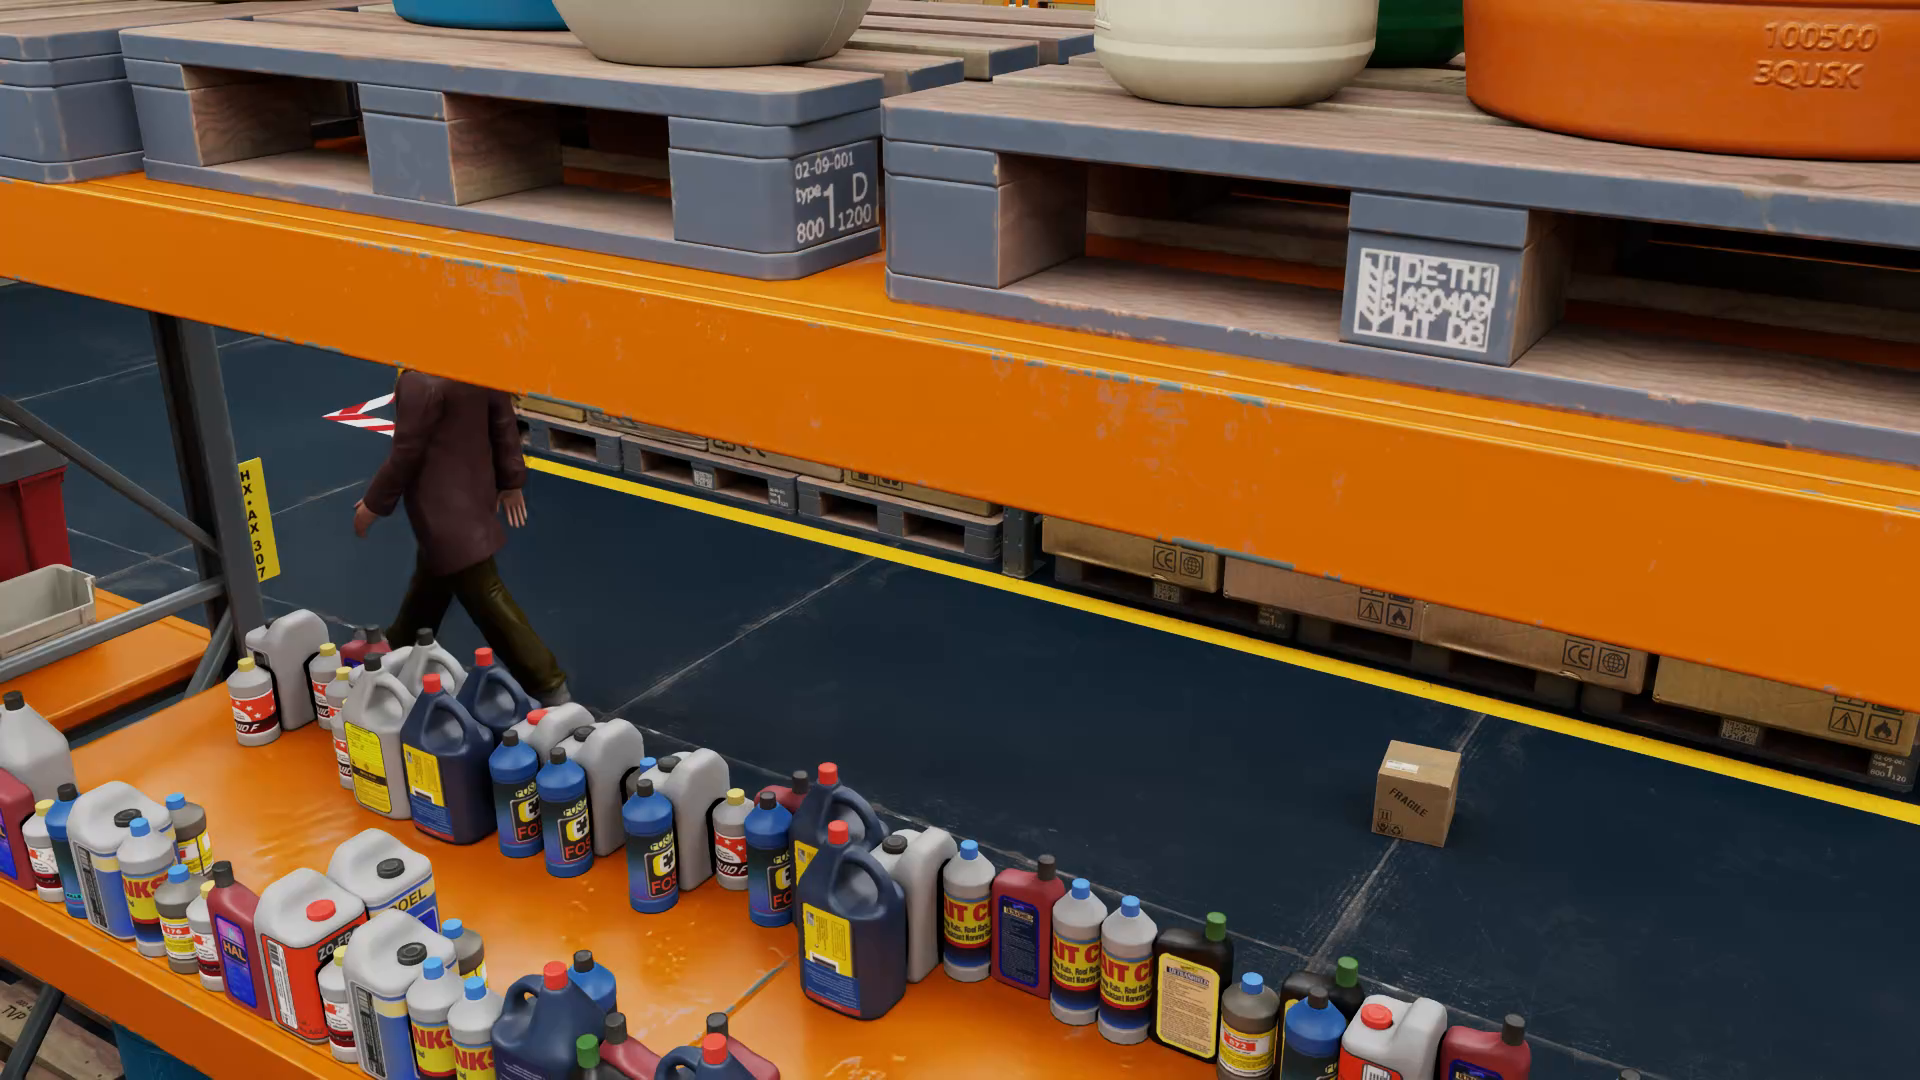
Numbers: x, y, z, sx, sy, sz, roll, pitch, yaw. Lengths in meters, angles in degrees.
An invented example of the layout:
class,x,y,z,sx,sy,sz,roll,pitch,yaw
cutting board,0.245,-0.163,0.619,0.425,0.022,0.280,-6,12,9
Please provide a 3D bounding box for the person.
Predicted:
class,x,y,z,sx,sy,sz,roll,pitch,yaw
person,-2.093,-0.177,6.517,1.109,1.720,0.588,5,23,13
